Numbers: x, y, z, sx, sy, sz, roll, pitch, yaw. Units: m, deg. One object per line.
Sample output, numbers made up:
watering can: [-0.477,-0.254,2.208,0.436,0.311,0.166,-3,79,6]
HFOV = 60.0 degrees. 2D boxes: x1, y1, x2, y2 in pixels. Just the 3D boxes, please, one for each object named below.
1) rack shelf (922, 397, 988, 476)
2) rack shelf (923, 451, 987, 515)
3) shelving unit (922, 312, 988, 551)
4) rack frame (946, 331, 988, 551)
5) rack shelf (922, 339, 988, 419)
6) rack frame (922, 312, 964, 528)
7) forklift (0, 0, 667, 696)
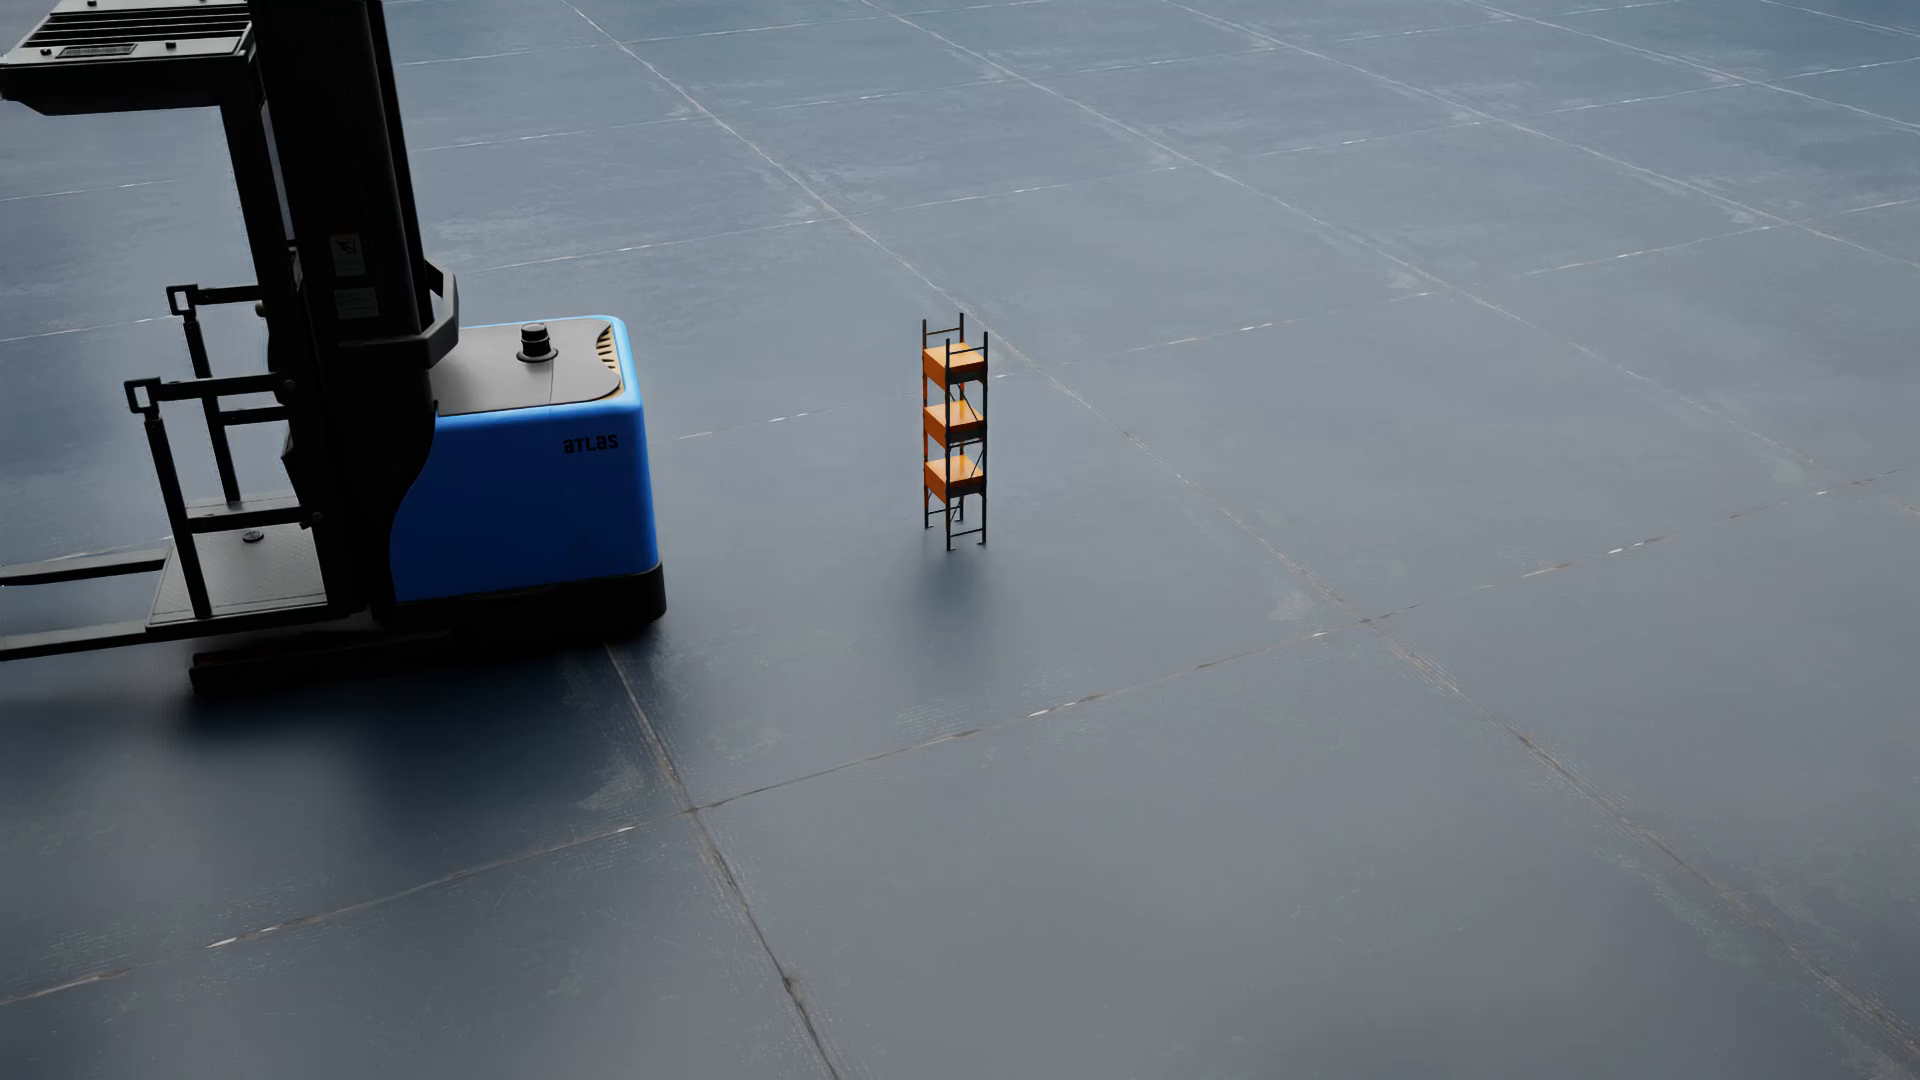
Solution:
rack shelf: [-0.023,-0.472,7.541,0.215,0.259,0.240,-13,32,-22]
rack shelf: [-0.023,-0.230,7.676,0.215,0.259,0.240,-13,32,-22]
shelving unit: [-0.023,-0.482,7.535,0.215,1.050,0.252,-13,32,-22]
rack frame: [0.029,-0.428,7.439,0.200,1.050,0.008,-13,32,-22]
rack shelf: [-0.023,-0.720,7.402,0.215,0.259,0.240,-13,32,-22]
rack frame: [-0.075,-0.535,7.631,0.200,1.050,0.008,-13,32,-22]
forklift: [-2.823,-0.942,6.432,3.031,2.935,1.130,-7,30,-13]
